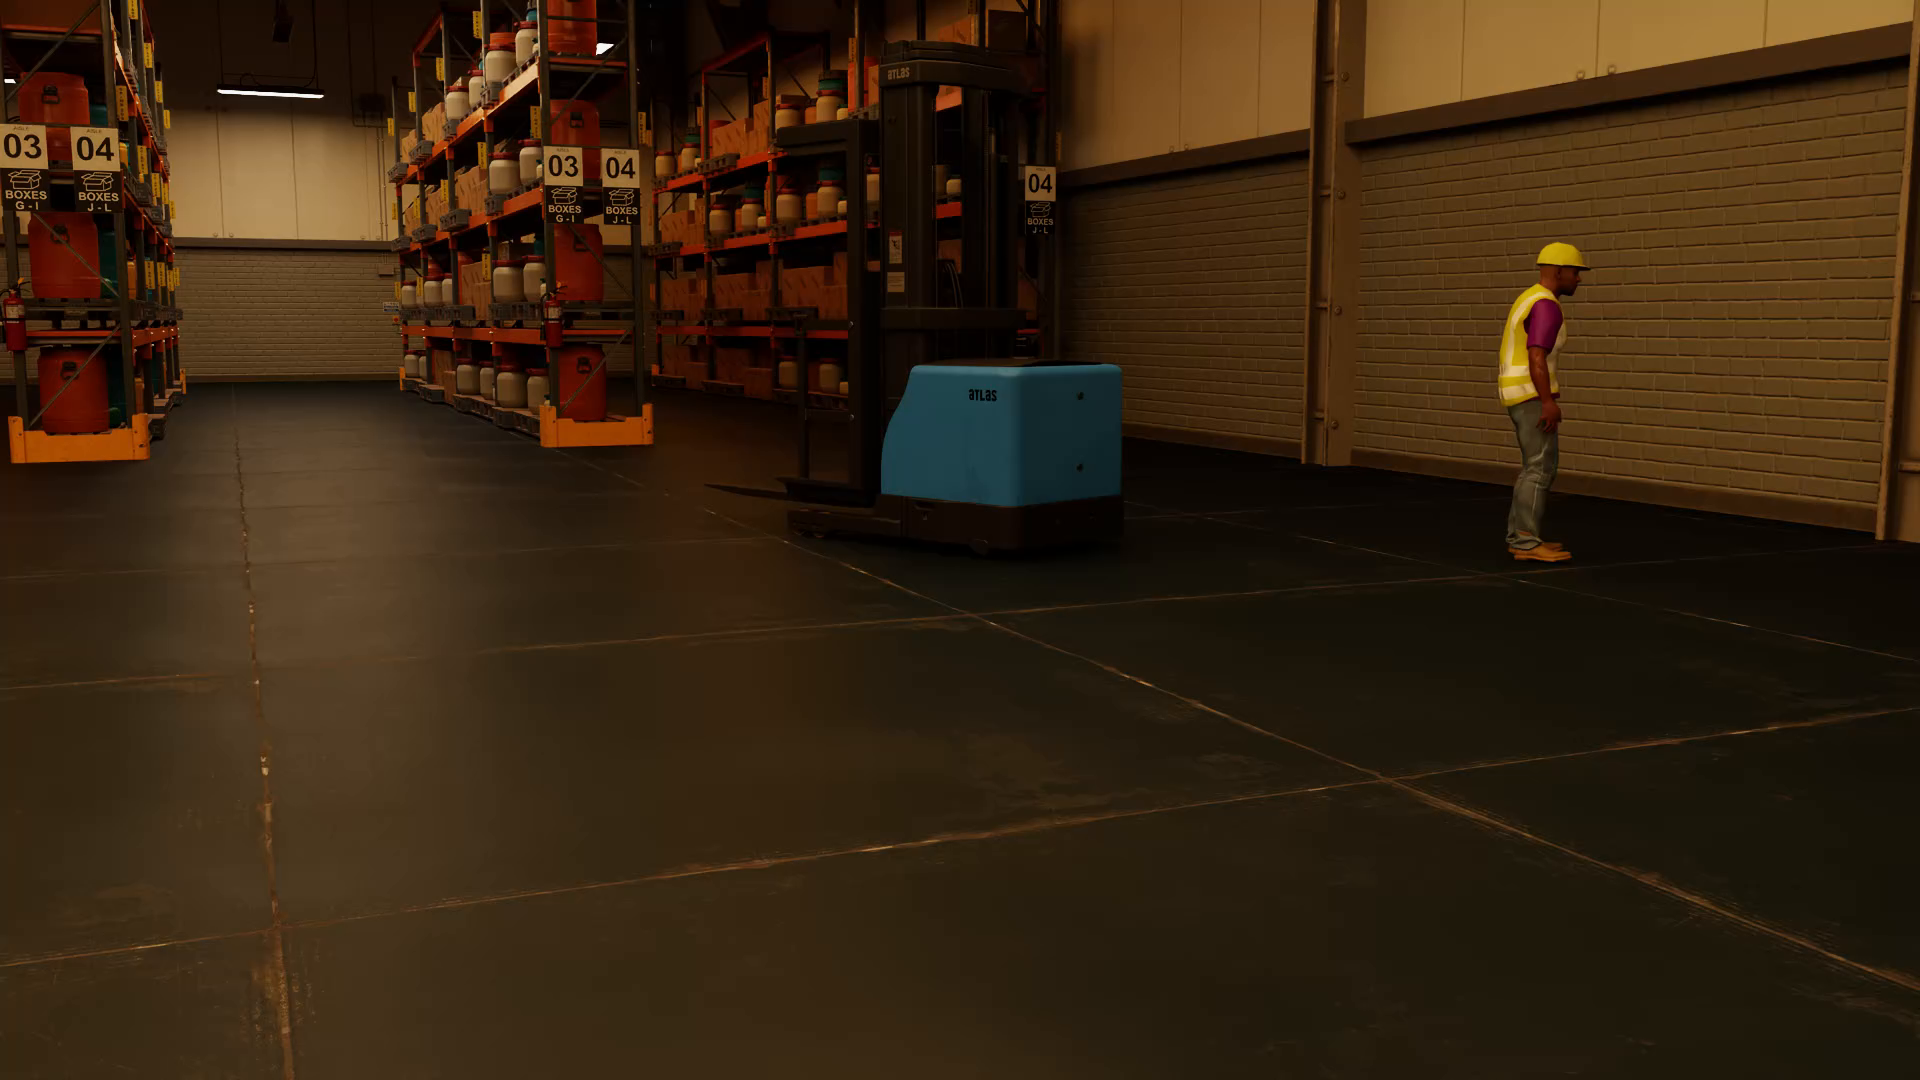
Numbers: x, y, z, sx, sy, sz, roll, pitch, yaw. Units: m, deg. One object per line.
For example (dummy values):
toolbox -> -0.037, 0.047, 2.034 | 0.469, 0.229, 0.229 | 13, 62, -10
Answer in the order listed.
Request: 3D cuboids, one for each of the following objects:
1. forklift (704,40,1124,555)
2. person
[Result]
forklift -> -0.436, -1.509, 10.383 | 3.031, 2.935, 1.130 | 7, 10, 44
person -> 3.261, -0.777, 9.326 | 0.463, 1.760, 0.631 | 2, 8, 13
